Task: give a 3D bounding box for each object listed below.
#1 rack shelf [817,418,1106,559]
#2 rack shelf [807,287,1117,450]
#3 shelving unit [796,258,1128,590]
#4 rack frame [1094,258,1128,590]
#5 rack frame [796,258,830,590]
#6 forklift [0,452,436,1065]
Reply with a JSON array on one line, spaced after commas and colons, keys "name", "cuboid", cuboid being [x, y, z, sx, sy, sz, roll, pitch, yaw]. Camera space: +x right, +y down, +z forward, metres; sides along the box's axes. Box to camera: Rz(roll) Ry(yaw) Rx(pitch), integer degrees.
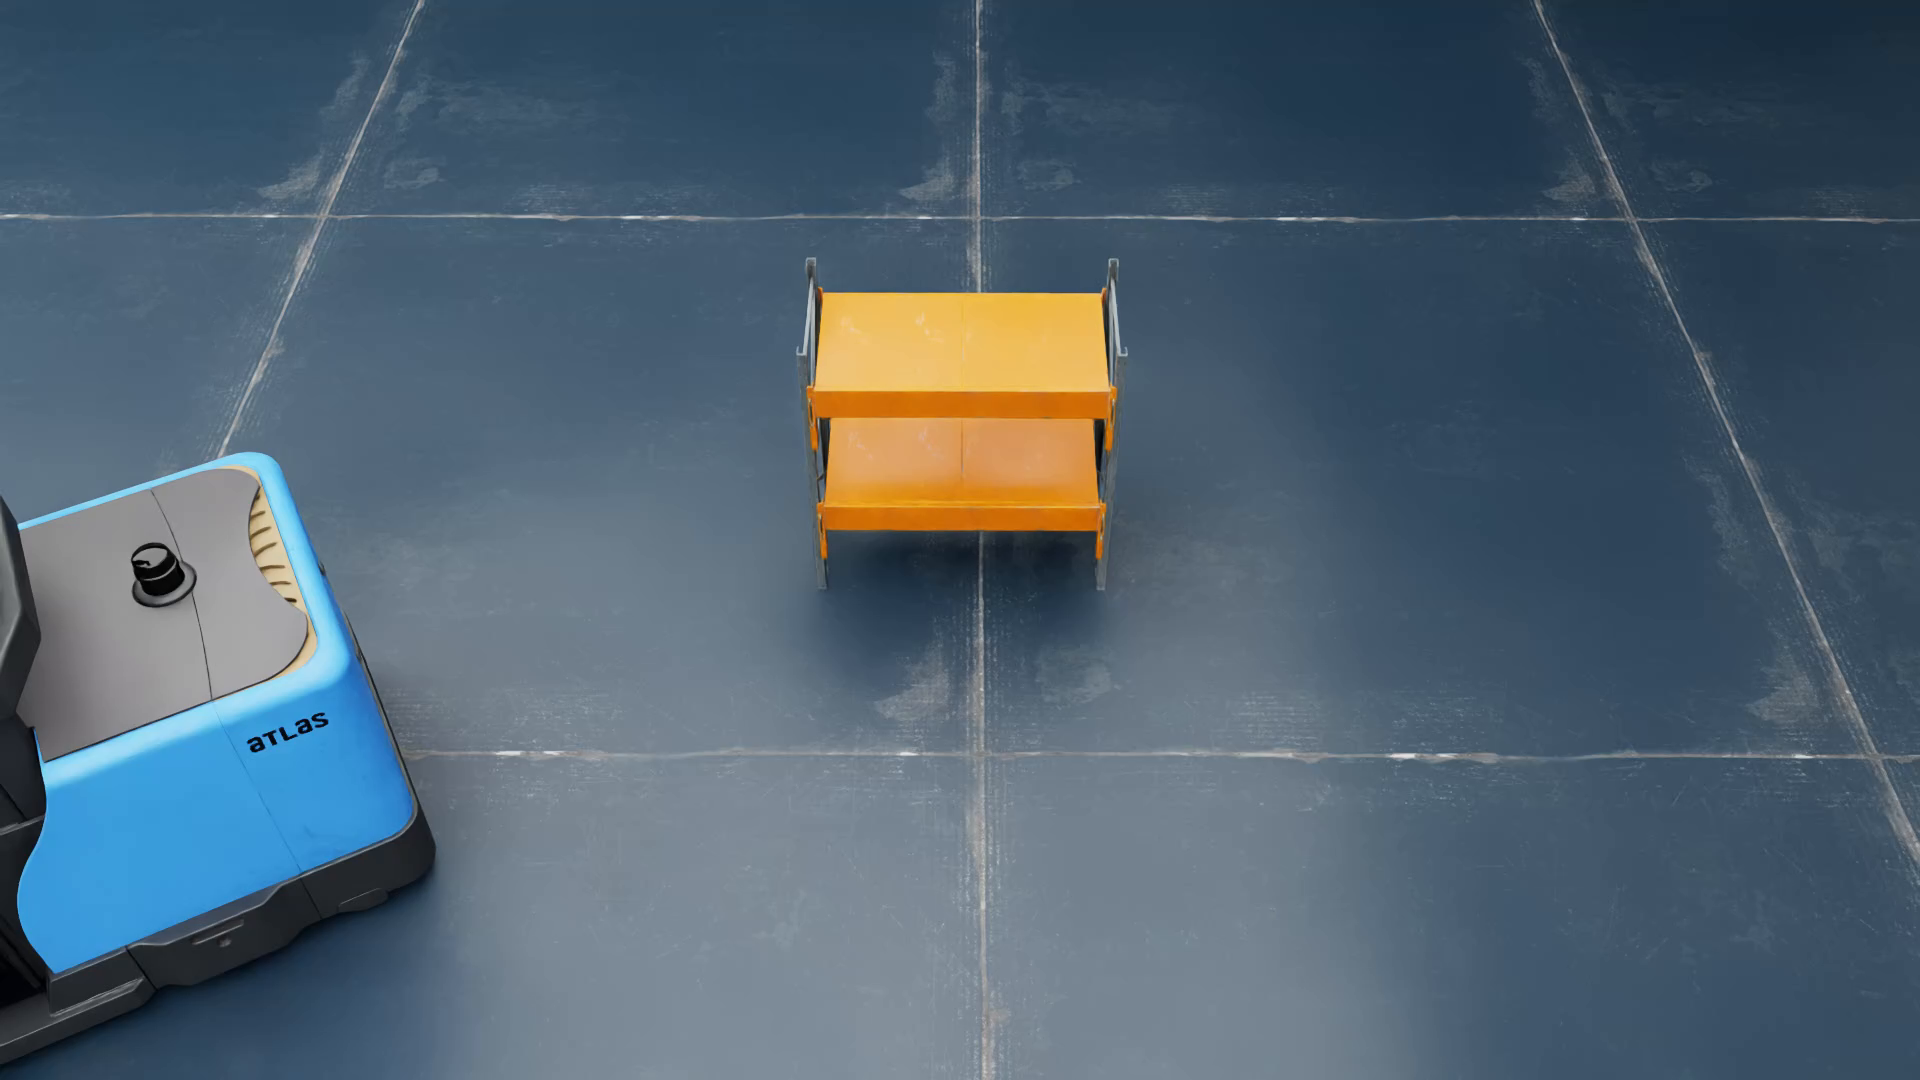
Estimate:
[{"name": "rack shelf", "cuboid": [0.007, -0.217, 6.017, 1.000, 0.278, 0.538, 0, 47, 0]}, {"name": "rack shelf", "cuboid": [0.007, -0.583, 5.624, 1.000, 0.278, 0.538, 0, 47, 0]}, {"name": "shelving unit", "cuboid": [0.007, -0.383, 5.838, 1.048, 1.125, 0.538, 0, 47, 0]}, {"name": "rack frame", "cuboid": [0.515, -0.382, 5.837, 0.032, 1.125, 0.500, 0, 47, 0]}, {"name": "rack frame", "cuboid": [-0.502, -0.385, 5.840, 0.032, 1.125, 0.500, 0, 47, 0]}, {"name": "forklift", "cuboid": [-3.193, 0.266, 4.000, 3.031, 2.935, 1.130, -22, 51, -19]}]
